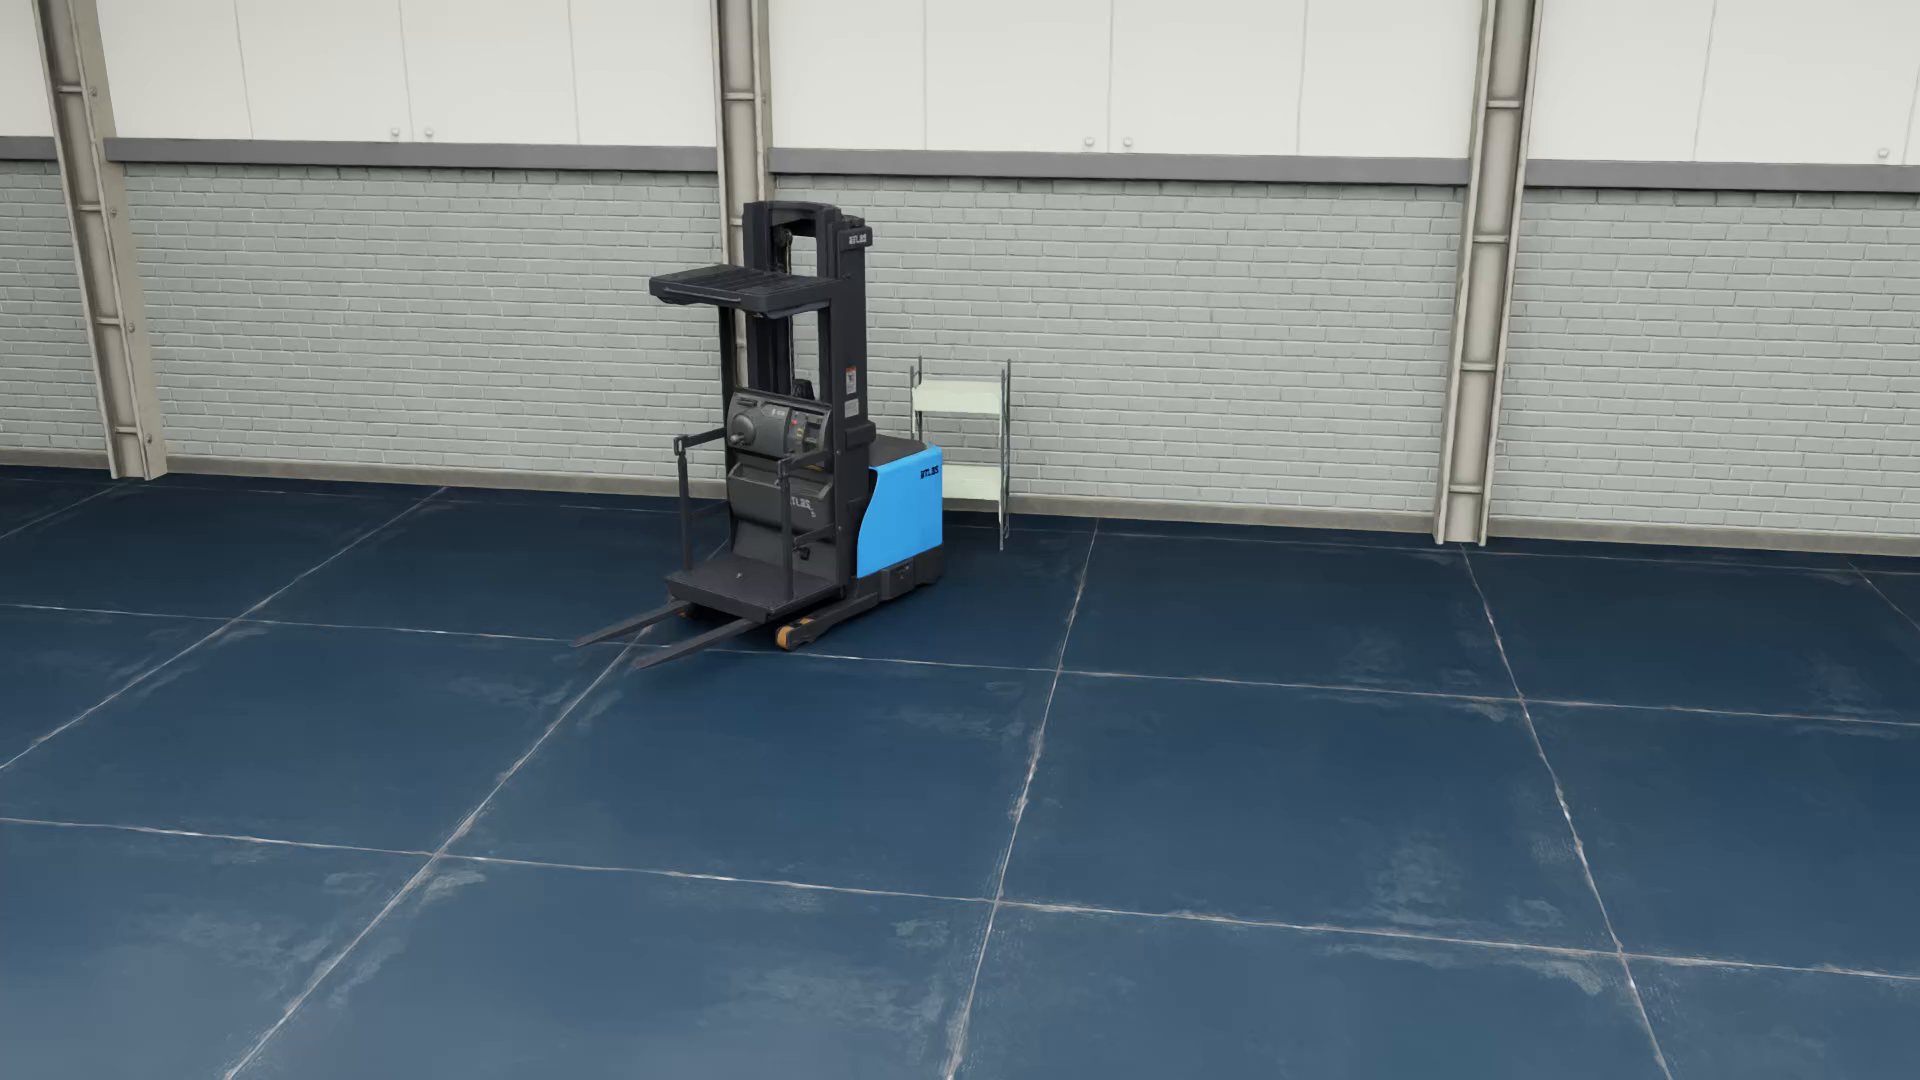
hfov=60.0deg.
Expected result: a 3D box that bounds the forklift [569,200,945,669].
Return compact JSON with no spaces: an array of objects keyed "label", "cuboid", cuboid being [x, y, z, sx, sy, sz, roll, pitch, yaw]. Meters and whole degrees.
[{"label":"forklift","cuboid":[-1.410,-0.802,11.580,1.130,2.935,3.031,14,23,35]}]

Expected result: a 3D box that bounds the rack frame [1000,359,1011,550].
[{"label":"rack frame","cuboid":[0.368,-0.692,13.509,0.023,1.500,0.400,3,19,9]}]

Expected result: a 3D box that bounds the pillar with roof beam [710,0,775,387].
[{"label":"pillar with roof beam","cuboid":[-2.460,-3.229,9.270,0.400,9.000,9.100,3,19,9]}]

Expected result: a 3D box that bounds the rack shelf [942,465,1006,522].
[{"label":"rack shelf","cuboid":[0.007,-0.402,13.668,0.720,0.370,0.431,3,19,9]}]

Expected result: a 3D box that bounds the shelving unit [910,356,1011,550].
[{"label":"shelving unit","cuboid":[0.007,-0.711,13.564,0.755,1.500,0.431,3,19,9]}]

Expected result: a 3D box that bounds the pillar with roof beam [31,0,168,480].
[{"label":"pillar with roof beam","cuboid":[-8.384,-3.530,10.173,0.400,9.000,9.100,3,19,9]}]

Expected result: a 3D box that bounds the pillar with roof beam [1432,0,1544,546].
[{"label":"pillar with roof beam","cuboid":[3.464,-2.927,8.368,0.400,9.000,9.100,3,19,9]}]

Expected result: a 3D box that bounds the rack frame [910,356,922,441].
[{"label":"rack frame","cuboid":[-0.355,-0.729,13.619,0.023,1.500,0.400,3,19,9]}]

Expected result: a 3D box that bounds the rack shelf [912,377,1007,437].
[{"label":"rack shelf","cuboid":[0.007,-1.081,13.440,0.720,0.370,0.431,3,19,9]}]
